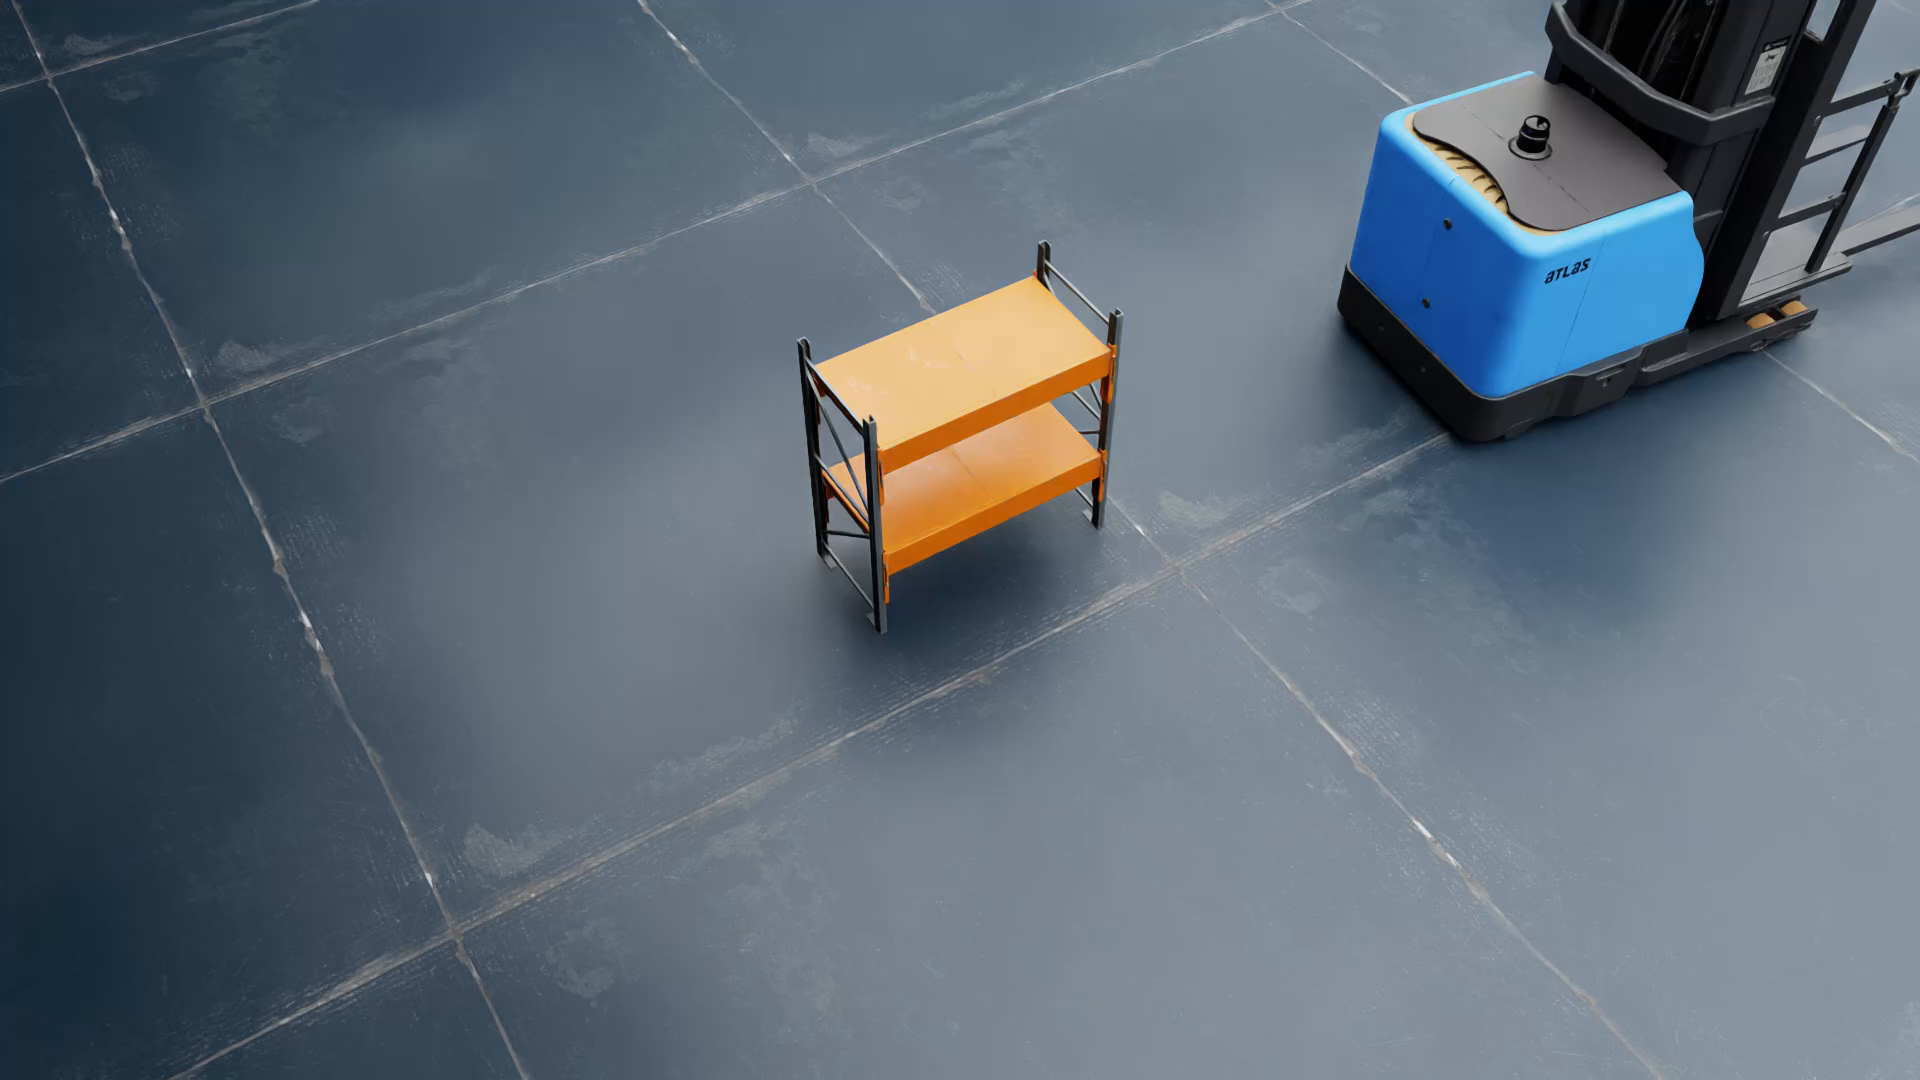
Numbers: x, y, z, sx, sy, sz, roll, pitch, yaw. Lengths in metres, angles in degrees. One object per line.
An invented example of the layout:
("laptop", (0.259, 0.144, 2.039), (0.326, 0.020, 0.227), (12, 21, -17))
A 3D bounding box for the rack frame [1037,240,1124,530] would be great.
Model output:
("rack frame", (0.436, -0.579, 6.458), (0.032, 1.125, 0.500), (-25, 53, -21))

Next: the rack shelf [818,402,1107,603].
("rack shelf", (0.006, -0.214, 6.460), (1.000, 0.278, 0.538), (-25, 53, -21))

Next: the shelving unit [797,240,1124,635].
("shelving unit", (0.006, -0.377, 6.278), (1.048, 1.125, 0.538), (-25, 53, -21))

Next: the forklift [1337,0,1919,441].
("forklift", (3.266, -2.159, 6.655), (3.031, 2.935, 1.130), (-20, 51, -17))

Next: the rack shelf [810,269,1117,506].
("rack shelf", (0.006, -0.571, 6.059), (1.000, 0.278, 0.538), (-25, 53, -21))

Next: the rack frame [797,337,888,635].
("rack frame", (-0.424, -0.174, 6.097), (0.032, 1.125, 0.500), (-25, 53, -21))
